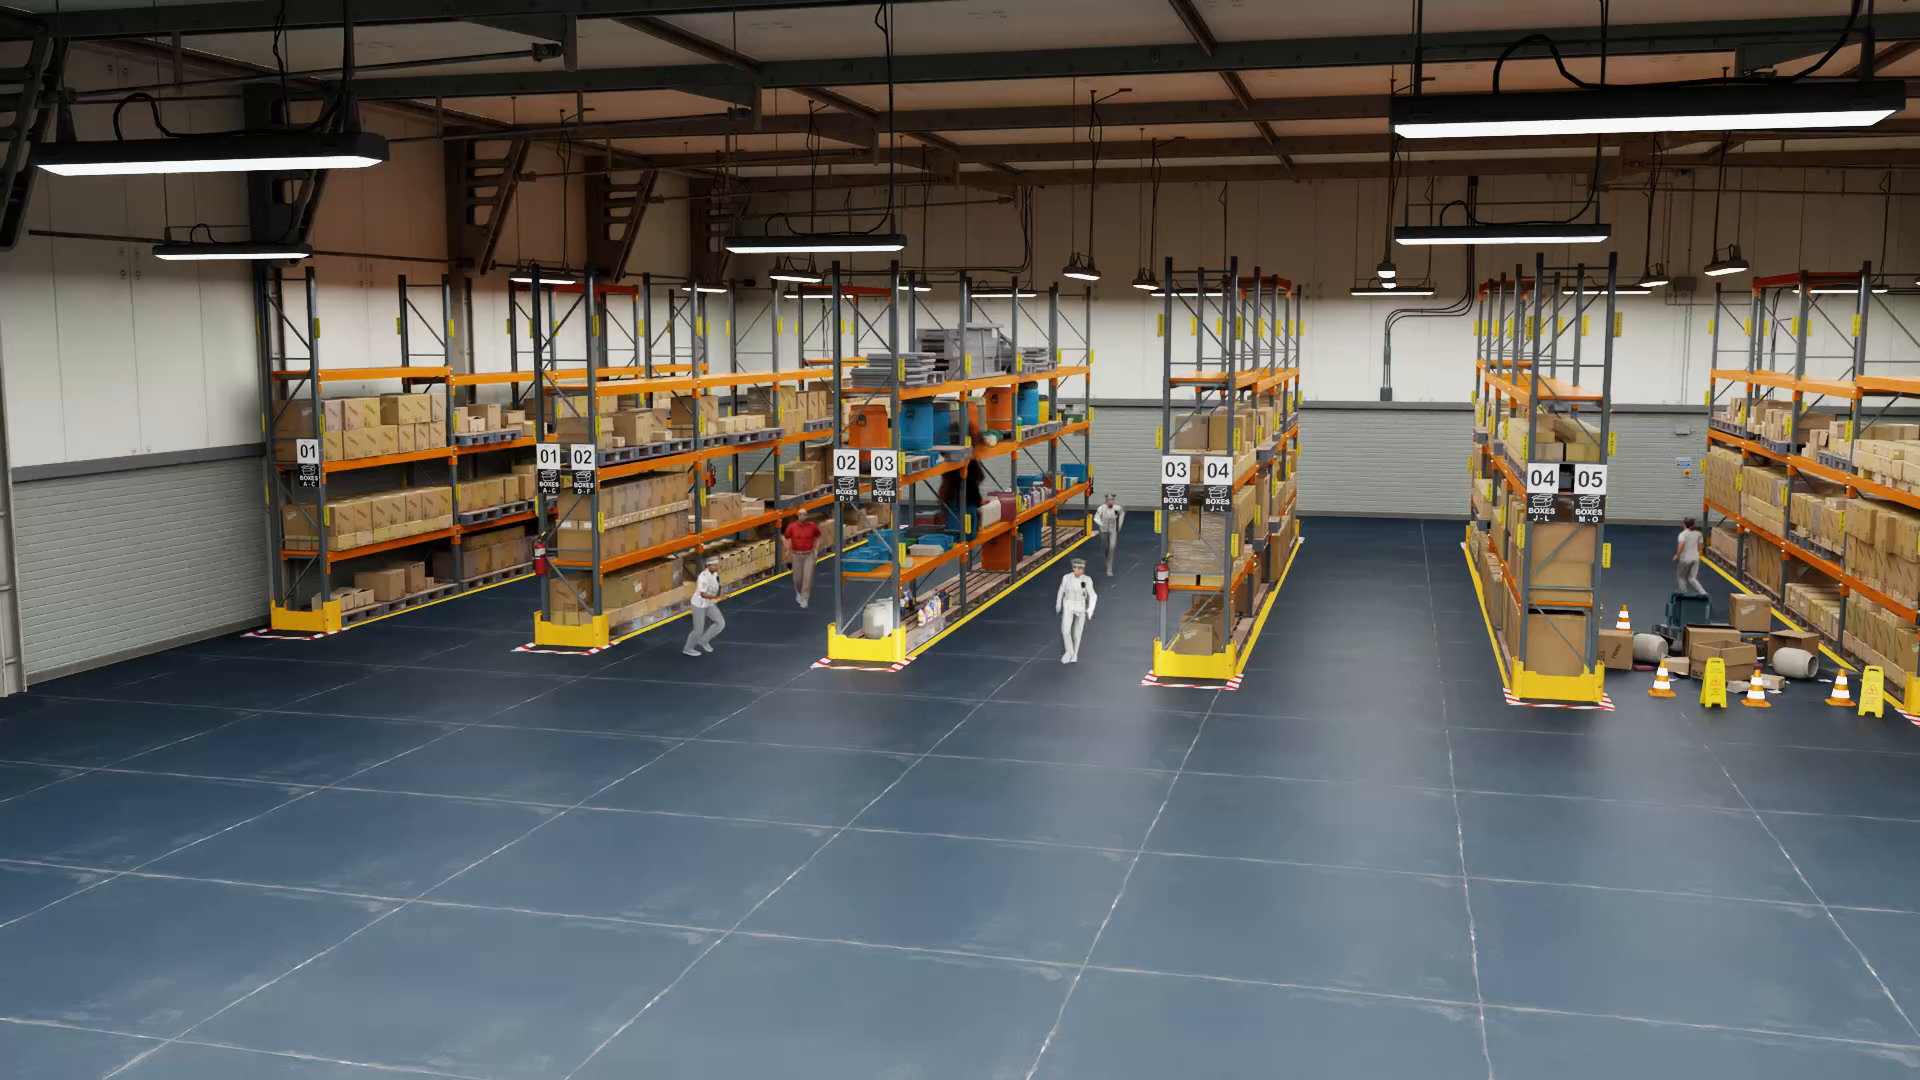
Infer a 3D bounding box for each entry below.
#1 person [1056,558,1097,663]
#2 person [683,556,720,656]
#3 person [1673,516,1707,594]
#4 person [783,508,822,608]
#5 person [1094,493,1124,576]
[{"bbox_3d":[1.733,1.054,24.787,0.611,1.598,0.731,0,7,3],"label":"person"},{"bbox_3d":[-3.950,1.001,25.466,0.694,1.585,0.521,4,8,27],"label":"person"},{"bbox_3d":[13.218,0.406,30.000,0.561,1.622,0.789,-1,7,-7],"label":"person"},{"bbox_3d":[-2.687,0.294,28.359,0.656,1.687,0.631,-1,7,-5],"label":"person"},{"bbox_3d":[3.067,-0.148,34.212,0.623,1.681,1.059,1,7,6],"label":"person"}]
